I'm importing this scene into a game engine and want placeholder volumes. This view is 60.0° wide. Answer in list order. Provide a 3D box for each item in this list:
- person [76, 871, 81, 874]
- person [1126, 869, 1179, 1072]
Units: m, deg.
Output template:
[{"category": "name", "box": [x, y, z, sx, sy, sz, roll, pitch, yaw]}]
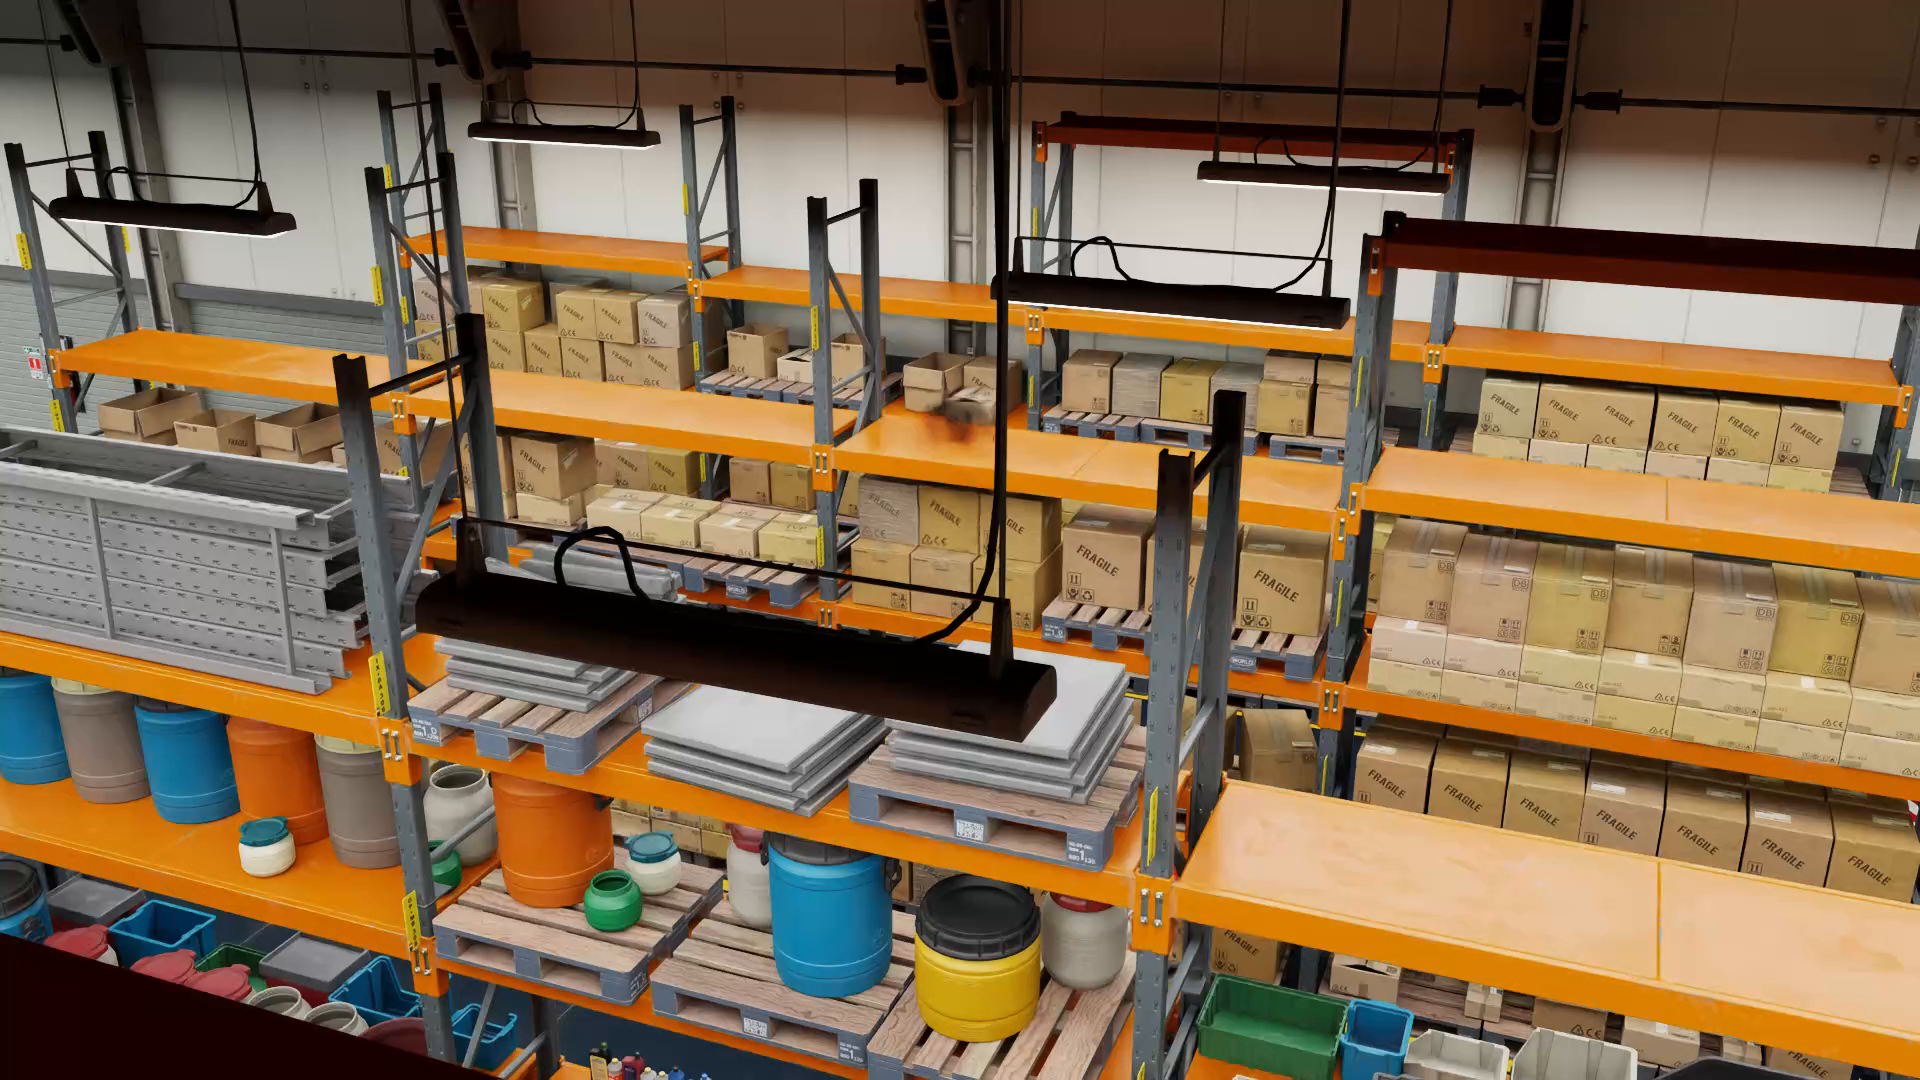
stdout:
[{"category": "person", "box": [-6.884, 2.547, 13.338, 0.524, 1.680, 0.372, 4, 21, 11]}, {"category": "person", "box": [1.248, 3.025, 11.971, 1.055, 1.707, 0.568, 6, 22, 16]}]
